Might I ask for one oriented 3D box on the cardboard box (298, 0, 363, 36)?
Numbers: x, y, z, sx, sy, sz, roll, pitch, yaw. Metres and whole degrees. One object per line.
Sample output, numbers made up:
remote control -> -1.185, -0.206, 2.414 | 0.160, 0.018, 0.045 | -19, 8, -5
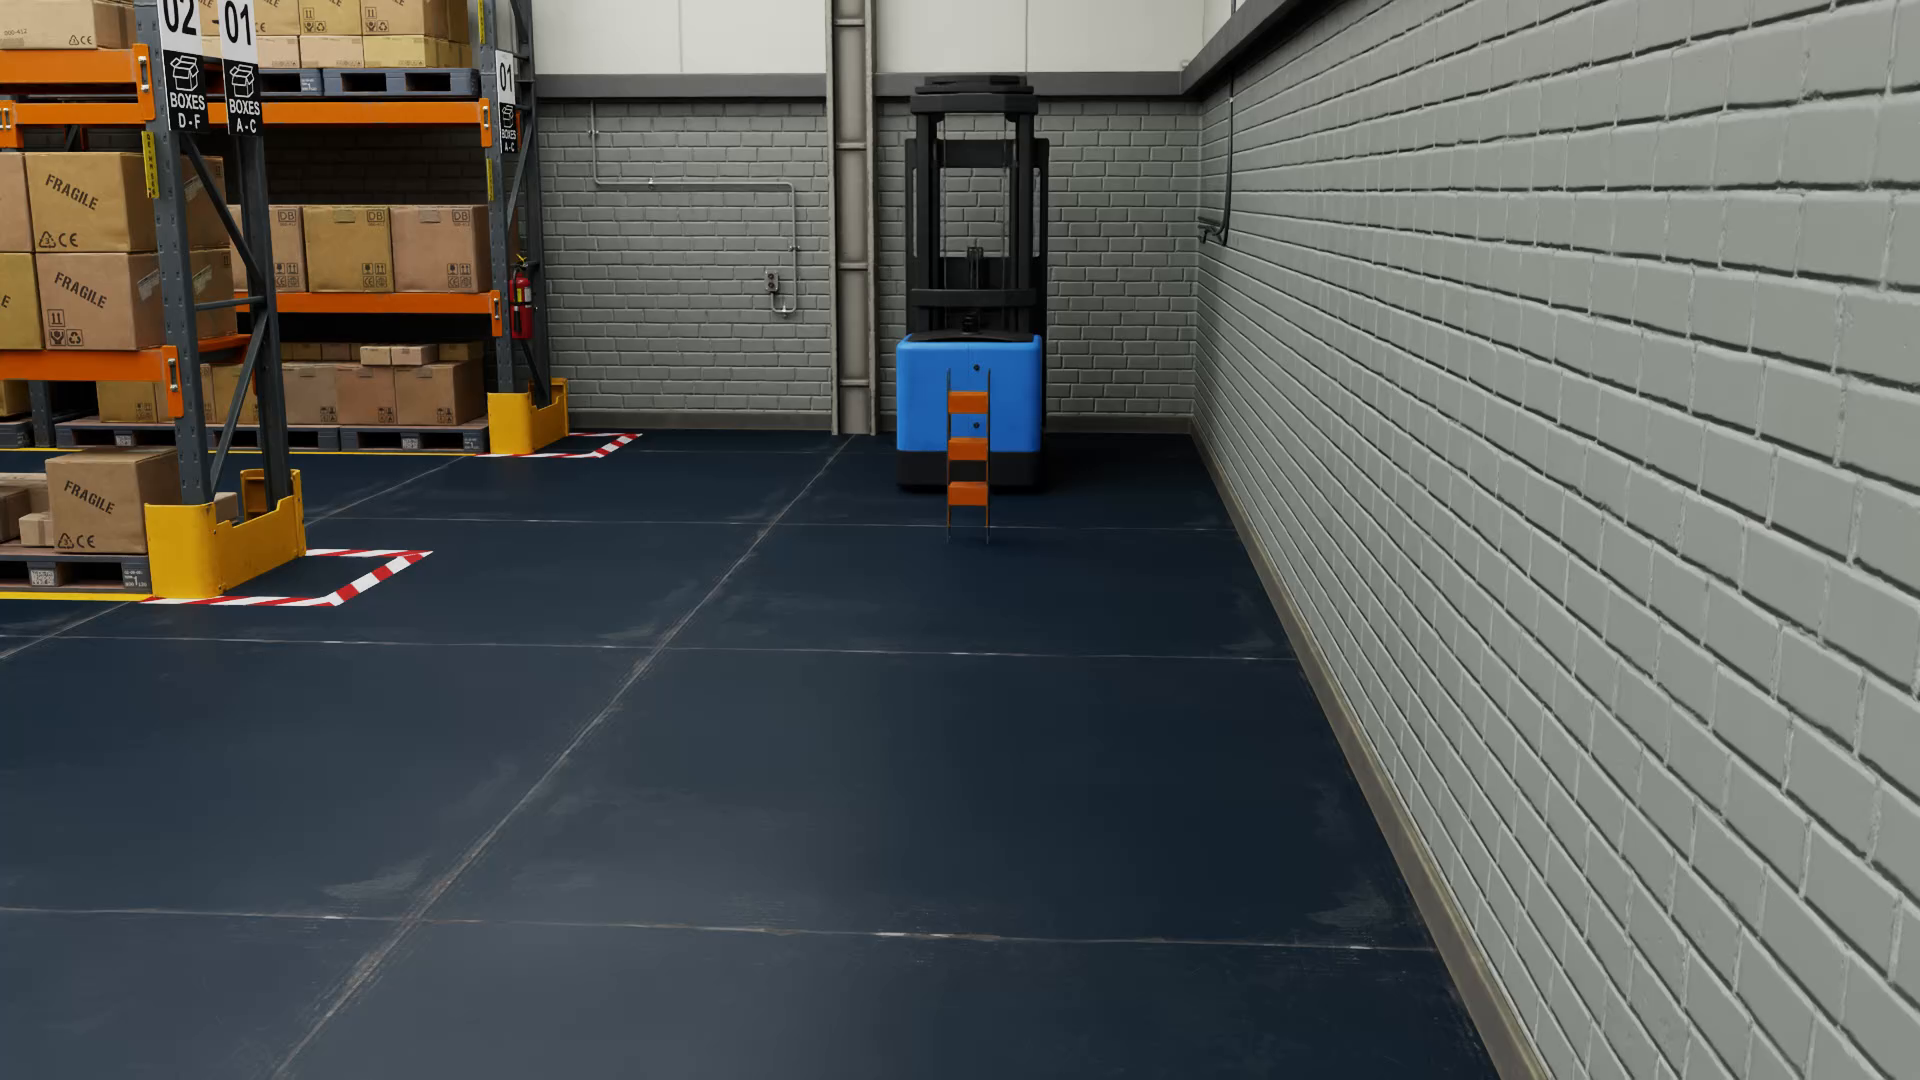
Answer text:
cardboard box -> -4.927, -4.268, 13.283 | 0.500, 0.500, 0.500 | 1, 12, 5

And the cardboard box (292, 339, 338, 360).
cardboard box -> -5.512, -1.633, 14.242 | 0.250, 0.149, 0.380 | 1, 12, 4

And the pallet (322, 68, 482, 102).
pallet -> -4.420, -3.721, 13.620 | 1.213, 0.211, 1.003 | 1, 12, 4

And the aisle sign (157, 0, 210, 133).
aisle sign -> -3.959, -2.485, 8.472 | 0.004, 0.787, 0.394 | 1, 12, 4

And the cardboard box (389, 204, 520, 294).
cardboard box -> -4.189, -2.440, 13.872 | 0.700, 0.700, 0.980 | 1, 12, 6

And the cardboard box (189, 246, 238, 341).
cardboard box -> -4.432, -1.385, 9.318 | 0.500, 0.500, 0.500 | 1, 12, 5

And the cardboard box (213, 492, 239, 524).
cardboard box -> -4.402, -0.172, 9.651 | 0.250, 0.149, 0.380 | 1, 12, 4

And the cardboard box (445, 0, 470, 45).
cardboard box -> -4.392, -4.364, 13.741 | 0.500, 0.500, 0.500 | 0, 12, 2

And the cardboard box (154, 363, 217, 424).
cardboard box -> -6.430, -1.286, 14.169 | 0.500, 0.500, 0.700 | 1, 12, 3

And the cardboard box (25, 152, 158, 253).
cardboard box -> -4.469, -1.764, 8.689 | 0.500, 0.500, 0.500 | 1, 12, 3

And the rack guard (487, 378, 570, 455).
rack guard -> -3.656, -1.064, 14.134 | 0.348, 0.500, 1.175 | 1, 12, 4

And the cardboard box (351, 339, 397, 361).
cardboard box -> -5.002, -1.626, 14.210 | 0.250, 0.149, 0.380 | 1, 12, 4

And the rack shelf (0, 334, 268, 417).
rack shelf -> -6.002, -0.951, 9.246 | 4.000, 0.370, 1.077 | 1, 12, 4

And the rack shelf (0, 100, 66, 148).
rack shelf -> -9.666, -3.486, 14.038 | 4.000, 0.370, 1.077 | 1, 12, 4

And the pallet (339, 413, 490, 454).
pallet -> -4.483, -0.918, 14.141 | 1.213, 0.211, 1.003 | 1, 12, 4

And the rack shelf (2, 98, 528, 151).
rack shelf -> -5.675, -3.431, 13.777 | 4.000, 0.370, 1.077 | 1, 12, 4

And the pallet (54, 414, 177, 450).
pallet -> -6.917, -0.951, 14.300 | 1.213, 0.211, 1.003 | 1, 12, 4

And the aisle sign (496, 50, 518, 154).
aisle sign -> -3.628, -3.498, 13.316 | 0.004, 0.787, 0.394 | 1, 12, 4

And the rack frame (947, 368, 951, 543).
rack frame -> -0.068, -0.515, 10.165 | 0.008, 1.050, 0.200 | 1, 12, 4

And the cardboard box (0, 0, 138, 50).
cardboard box -> -4.537, -2.624, 8.526 | 0.500, 0.250, 0.500 | 1, 12, 4

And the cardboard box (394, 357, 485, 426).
cardboard box -> -4.385, -1.259, 14.041 | 0.500, 0.500, 0.700 | 1, 12, 4

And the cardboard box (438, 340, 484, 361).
cardboard box -> -4.247, -1.616, 14.161 | 0.250, 0.149, 0.380 | 1, 12, 4

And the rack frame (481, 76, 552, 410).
rack frame -> -3.680, -2.288, 13.879 | 0.127, 3.000, 1.000 | 1, 12, 4

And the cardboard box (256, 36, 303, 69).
cardboard box -> -5.467, -3.906, 13.385 | 0.500, 0.250, 0.500 | 0, 12, 2

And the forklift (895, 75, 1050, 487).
forklift -> 0.140, -2.060, 12.958 | 1.130, 2.935, 3.031 | 1, 12, 3

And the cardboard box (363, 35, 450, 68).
cardboard box -> -4.428, -3.893, 13.323 | 0.500, 0.250, 0.500 | 1, 12, 5

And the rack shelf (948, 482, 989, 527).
rack shelf -> 0.053, -0.231, 10.216 | 0.240, 0.259, 0.215 | 1, 12, 4

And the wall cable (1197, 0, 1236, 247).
wall cable -> 1.940, -3.554, 12.864 | 0.112, 2.526, 3.097 | 1, 12, 4

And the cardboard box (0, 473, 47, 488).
cardboard box -> -5.528, -0.224, 9.656 | 0.500, 0.250, 0.500 | 1, 12, 4

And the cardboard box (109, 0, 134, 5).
cardboard box -> -4.536, -2.870, 8.483 | 0.500, 0.250, 0.500 | 1, 12, 4

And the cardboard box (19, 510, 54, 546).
cardboard box -> -4.964, -0.085, 9.196 | 0.250, 0.166, 0.380 | 1, 12, 4

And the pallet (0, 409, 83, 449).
pallet -> -8.446, -0.973, 14.403 | 1.213, 0.211, 1.003 | 1, 12, 4

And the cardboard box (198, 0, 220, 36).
cardboard box -> -5.971, -4.281, 13.344 | 0.500, 0.500, 0.500 | 1, 12, 4

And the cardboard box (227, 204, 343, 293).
cardboard box -> -5.676, -2.460, 13.968 | 0.700, 0.700, 0.980 | 0, 12, 1

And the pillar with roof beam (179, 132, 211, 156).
pillar with roof beam -> -7.202, -4.567, 10.121 | 0.400, 9.000, 9.100 | 1, 12, 4

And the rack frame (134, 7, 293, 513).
rack frame -> -4.007, -1.276, 9.041 | 0.127, 3.000, 1.000 | 1, 12, 4

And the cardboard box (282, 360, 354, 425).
cardboard box -> -5.386, -1.273, 14.105 | 0.500, 0.500, 0.700 | 0, 12, 2

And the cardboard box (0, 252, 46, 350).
cardboard box -> -4.990, -1.282, 8.825 | 0.500, 0.500, 0.500 | 1, 12, 4

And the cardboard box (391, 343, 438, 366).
cardboard box -> -4.525, -1.541, 13.805 | 0.250, 0.149, 0.380 | 1, 12, 3

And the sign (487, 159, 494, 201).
sign -> -3.730, -2.860, 13.208 | 0.005, 0.325, 0.100 | 1, 12, 4

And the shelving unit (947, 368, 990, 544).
shelving unit -> 0.053, -0.513, 10.157 | 0.252, 1.050, 0.215 | 1, 12, 4

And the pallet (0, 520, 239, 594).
pallet -> -4.878, 0.077, 9.383 | 1.213, 0.211, 1.003 | 1, 12, 4
